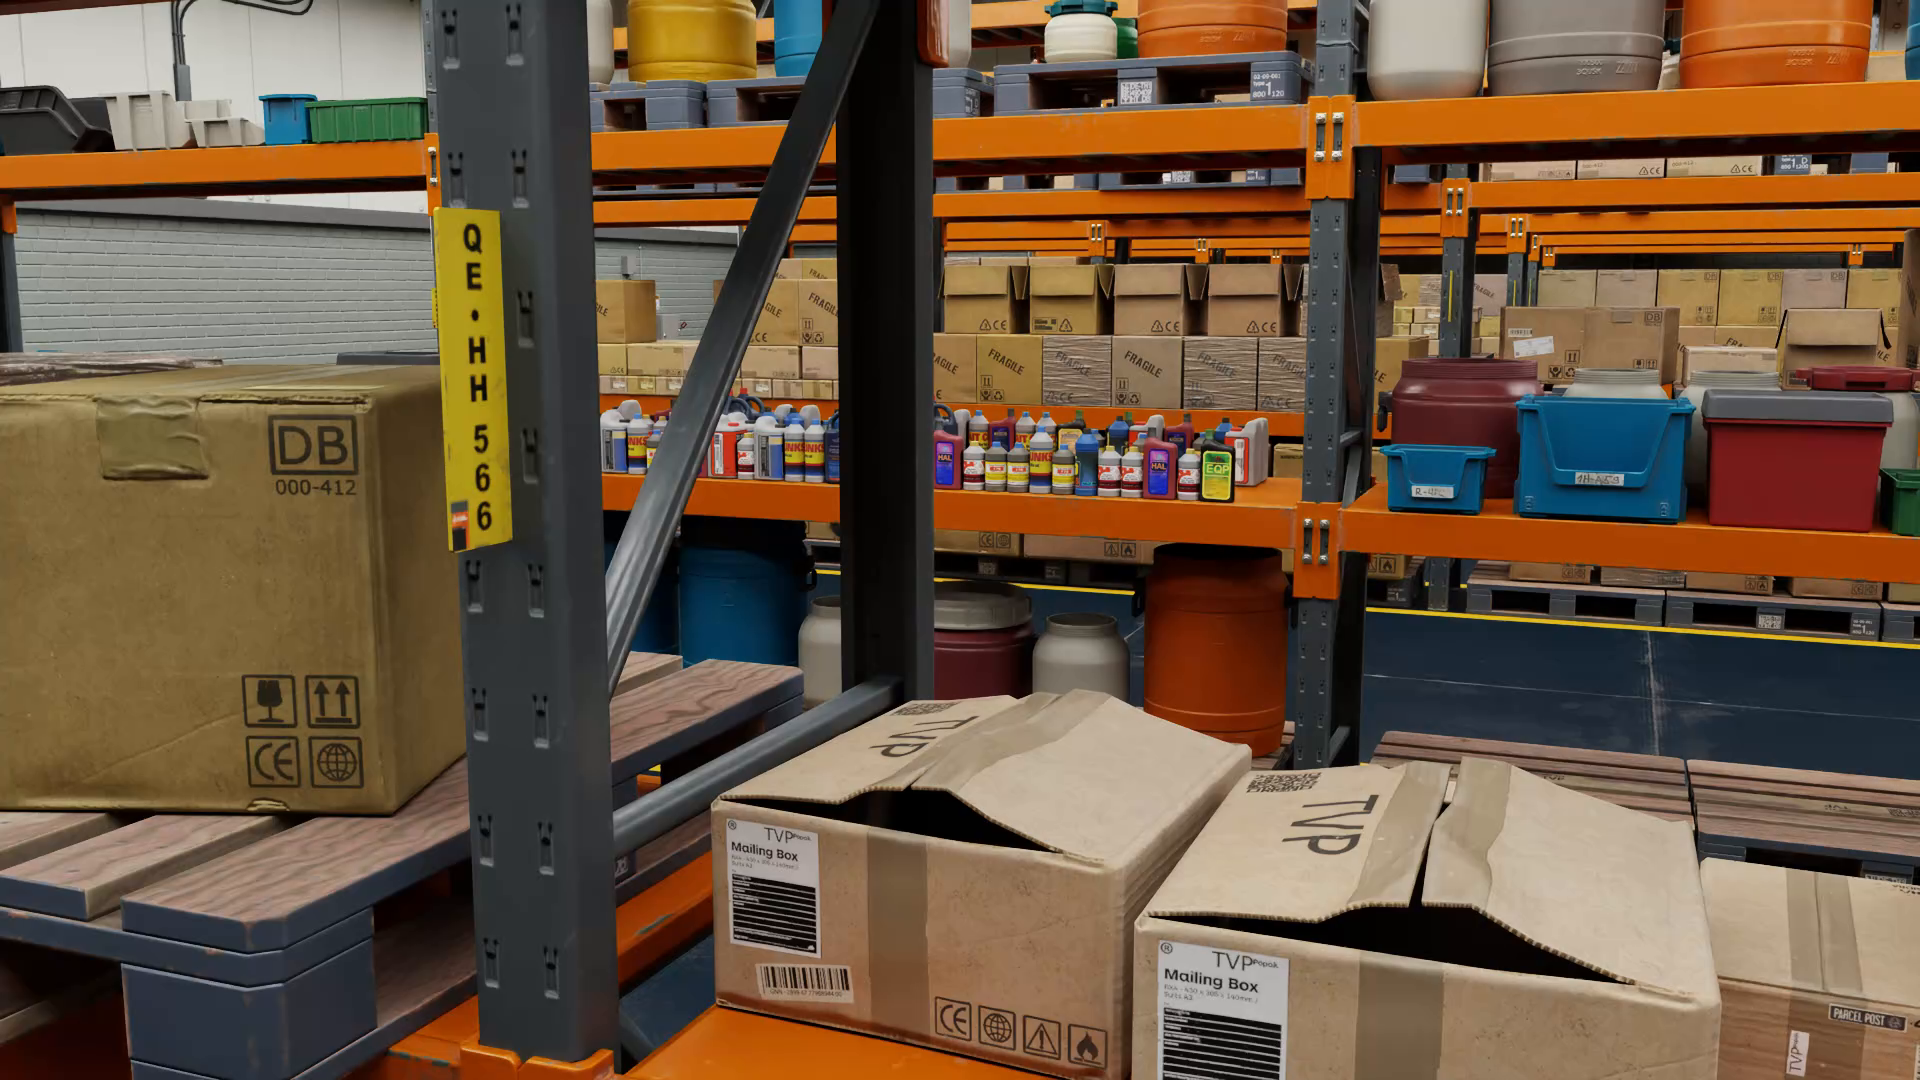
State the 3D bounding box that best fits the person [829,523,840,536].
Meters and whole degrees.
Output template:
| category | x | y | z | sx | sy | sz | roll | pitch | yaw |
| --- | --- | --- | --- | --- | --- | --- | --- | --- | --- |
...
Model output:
| category | x | y | z | sx | sy | sz | roll | pitch | yaw |
| --- | --- | --- | --- | --- | --- | --- | --- | --- | --- |
| person | -0.464 | -0.168 | 9.354 | 0.585 | 1.796 | 0.516 | 2 | 9 | 10 |
